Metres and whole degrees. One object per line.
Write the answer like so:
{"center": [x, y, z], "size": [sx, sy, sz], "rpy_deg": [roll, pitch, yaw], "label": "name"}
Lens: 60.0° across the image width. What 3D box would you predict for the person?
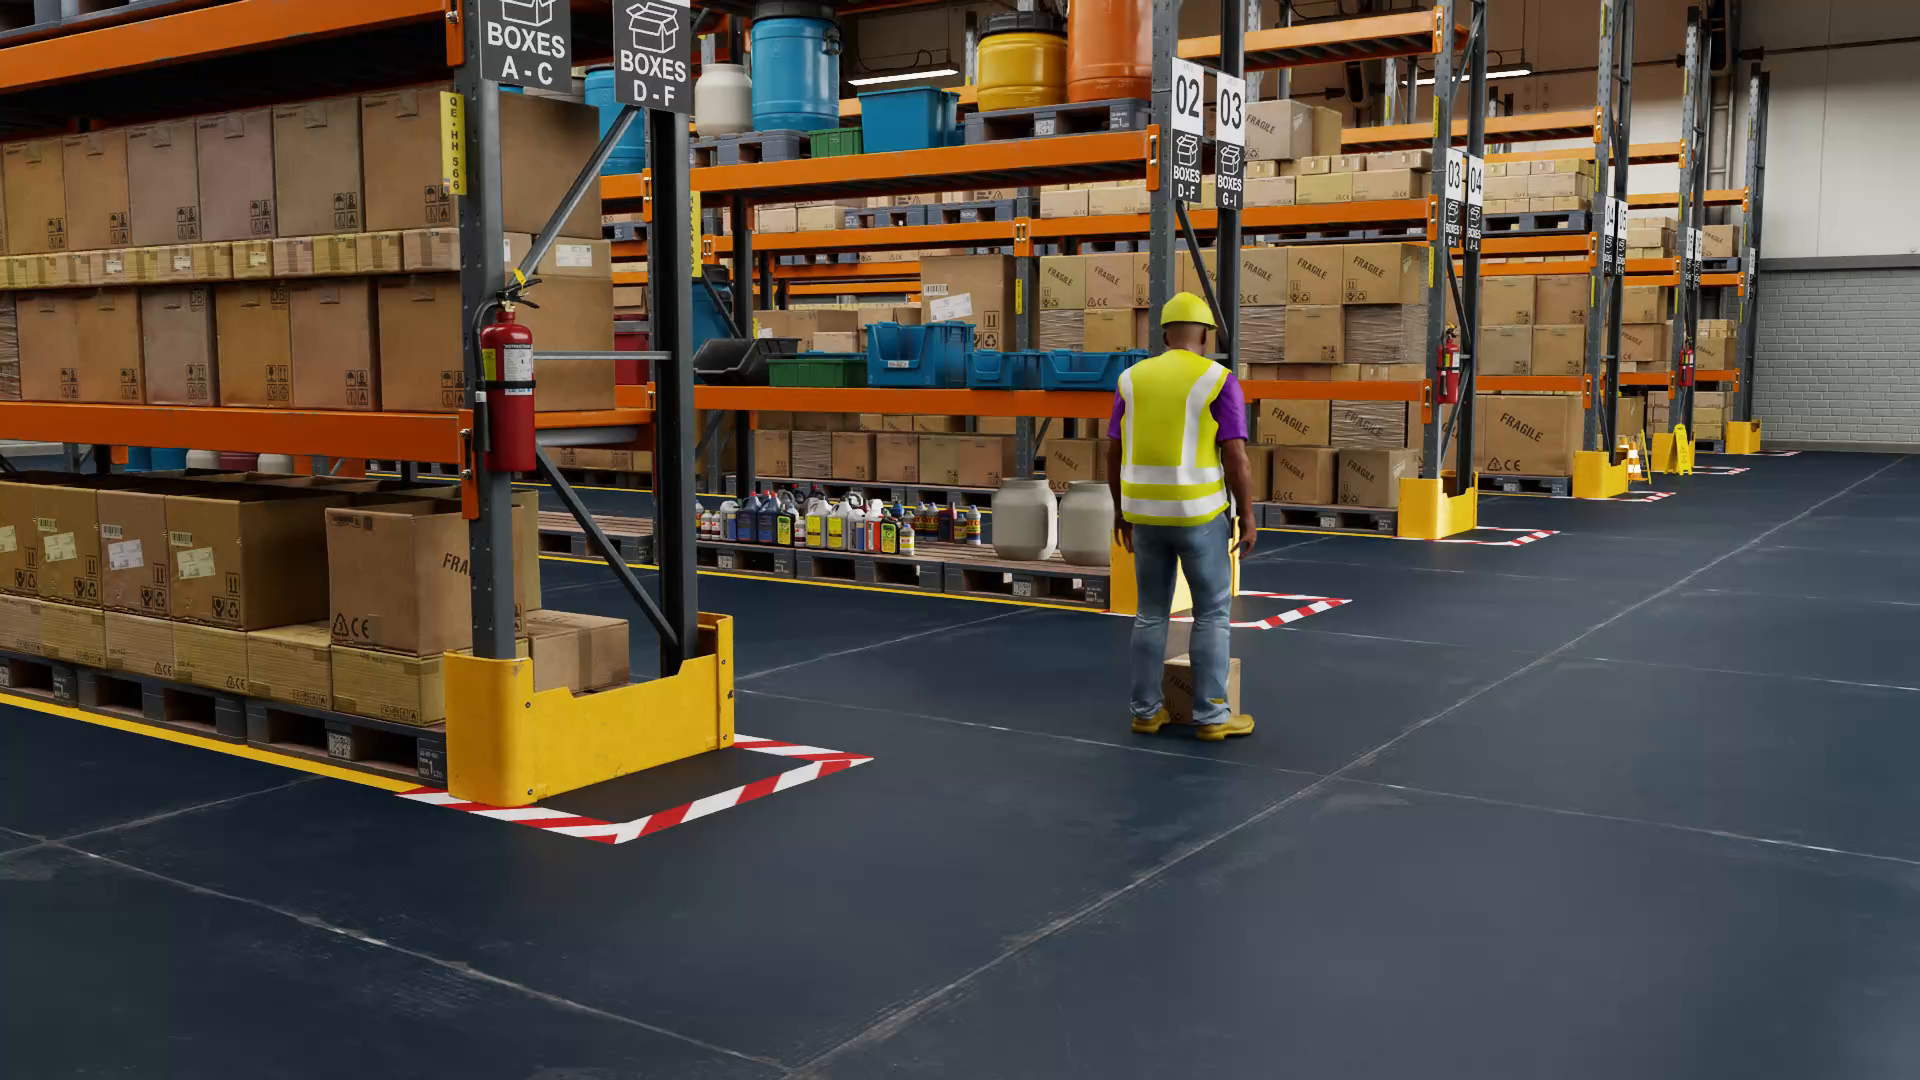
{"center": [0.886, -0.102, 6.633], "size": [0.627, 1.760, 0.460], "rpy_deg": [4, 8, 34], "label": "person"}
